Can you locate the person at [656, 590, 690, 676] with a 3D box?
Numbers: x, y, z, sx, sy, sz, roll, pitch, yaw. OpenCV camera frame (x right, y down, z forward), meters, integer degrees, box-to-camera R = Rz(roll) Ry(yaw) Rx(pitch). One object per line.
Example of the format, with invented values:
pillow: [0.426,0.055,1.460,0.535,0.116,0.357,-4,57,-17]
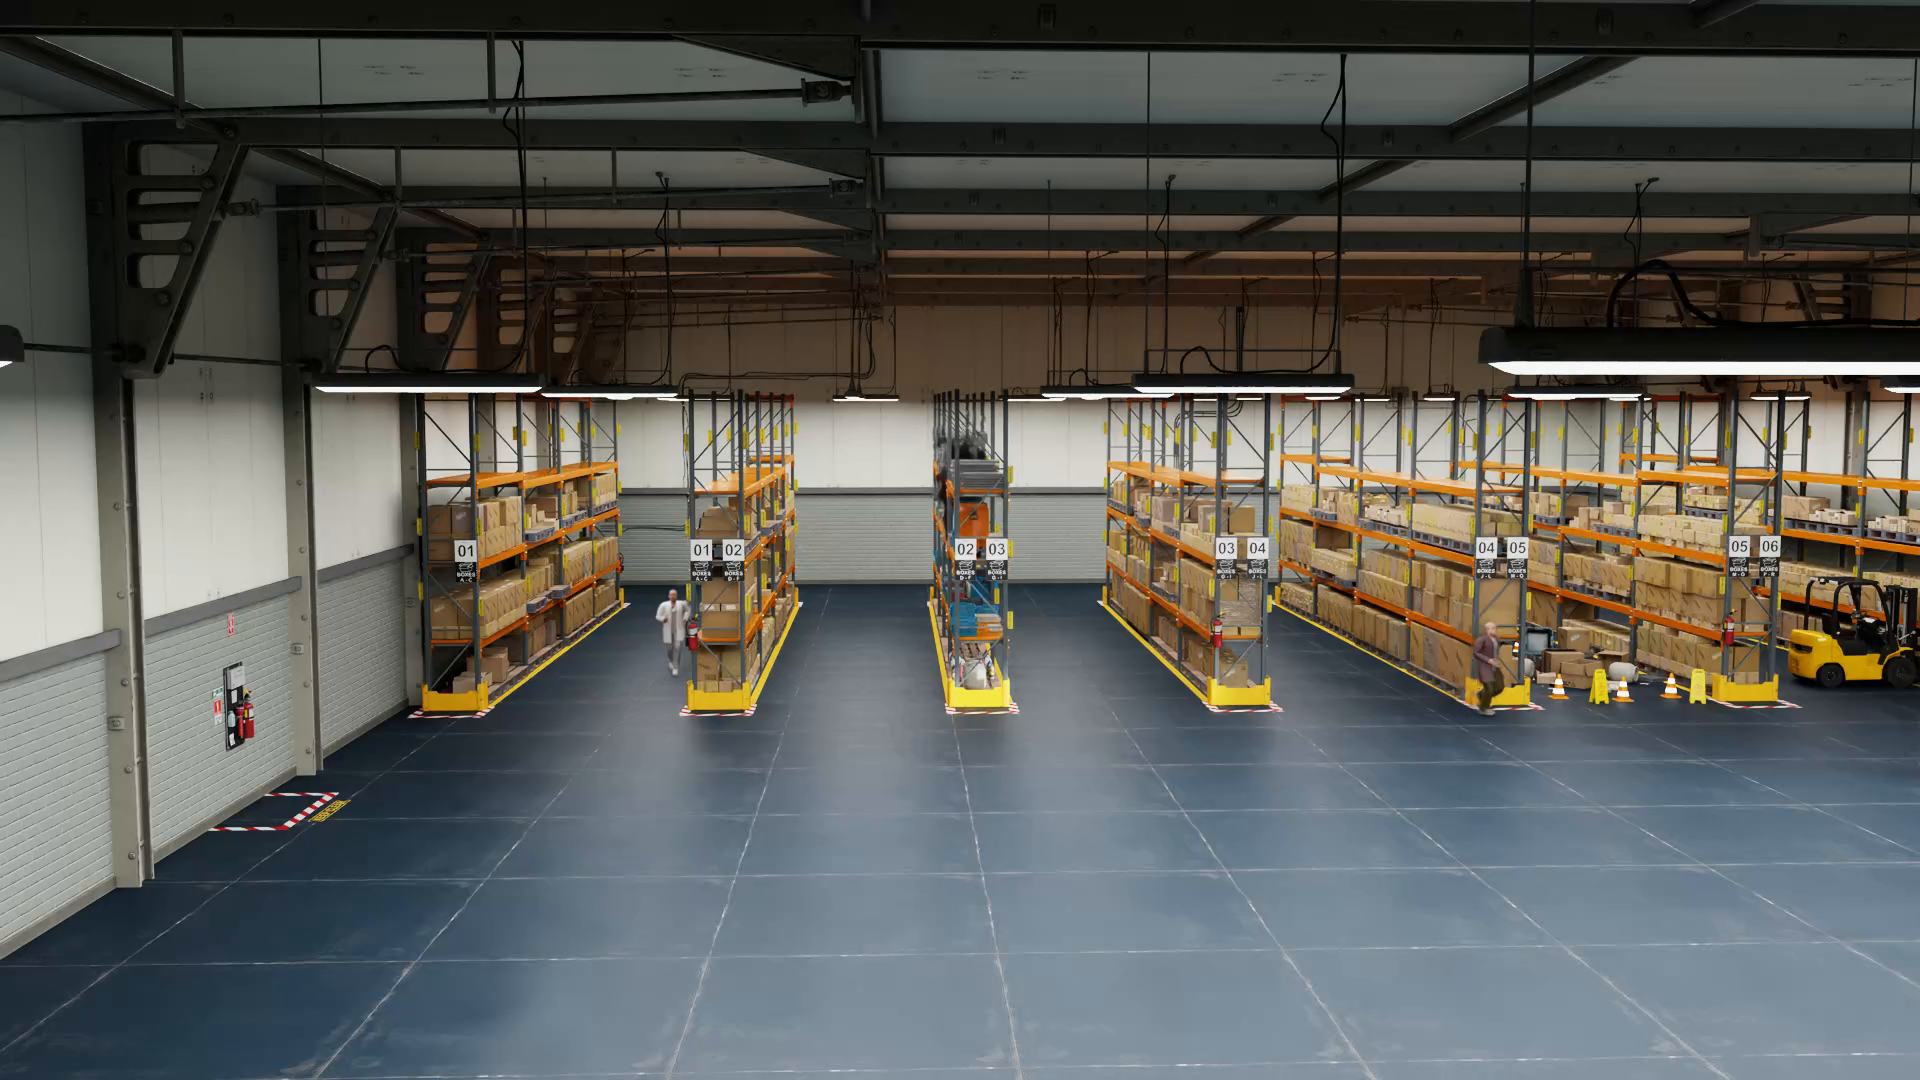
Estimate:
person: [-6.074,1.929,35.239,0.714,1.763,1.082,-1,5,-10]

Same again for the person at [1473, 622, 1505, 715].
person: [9.705,2.360,30.533,0.709,1.724,0.660,-3,6,-33]
